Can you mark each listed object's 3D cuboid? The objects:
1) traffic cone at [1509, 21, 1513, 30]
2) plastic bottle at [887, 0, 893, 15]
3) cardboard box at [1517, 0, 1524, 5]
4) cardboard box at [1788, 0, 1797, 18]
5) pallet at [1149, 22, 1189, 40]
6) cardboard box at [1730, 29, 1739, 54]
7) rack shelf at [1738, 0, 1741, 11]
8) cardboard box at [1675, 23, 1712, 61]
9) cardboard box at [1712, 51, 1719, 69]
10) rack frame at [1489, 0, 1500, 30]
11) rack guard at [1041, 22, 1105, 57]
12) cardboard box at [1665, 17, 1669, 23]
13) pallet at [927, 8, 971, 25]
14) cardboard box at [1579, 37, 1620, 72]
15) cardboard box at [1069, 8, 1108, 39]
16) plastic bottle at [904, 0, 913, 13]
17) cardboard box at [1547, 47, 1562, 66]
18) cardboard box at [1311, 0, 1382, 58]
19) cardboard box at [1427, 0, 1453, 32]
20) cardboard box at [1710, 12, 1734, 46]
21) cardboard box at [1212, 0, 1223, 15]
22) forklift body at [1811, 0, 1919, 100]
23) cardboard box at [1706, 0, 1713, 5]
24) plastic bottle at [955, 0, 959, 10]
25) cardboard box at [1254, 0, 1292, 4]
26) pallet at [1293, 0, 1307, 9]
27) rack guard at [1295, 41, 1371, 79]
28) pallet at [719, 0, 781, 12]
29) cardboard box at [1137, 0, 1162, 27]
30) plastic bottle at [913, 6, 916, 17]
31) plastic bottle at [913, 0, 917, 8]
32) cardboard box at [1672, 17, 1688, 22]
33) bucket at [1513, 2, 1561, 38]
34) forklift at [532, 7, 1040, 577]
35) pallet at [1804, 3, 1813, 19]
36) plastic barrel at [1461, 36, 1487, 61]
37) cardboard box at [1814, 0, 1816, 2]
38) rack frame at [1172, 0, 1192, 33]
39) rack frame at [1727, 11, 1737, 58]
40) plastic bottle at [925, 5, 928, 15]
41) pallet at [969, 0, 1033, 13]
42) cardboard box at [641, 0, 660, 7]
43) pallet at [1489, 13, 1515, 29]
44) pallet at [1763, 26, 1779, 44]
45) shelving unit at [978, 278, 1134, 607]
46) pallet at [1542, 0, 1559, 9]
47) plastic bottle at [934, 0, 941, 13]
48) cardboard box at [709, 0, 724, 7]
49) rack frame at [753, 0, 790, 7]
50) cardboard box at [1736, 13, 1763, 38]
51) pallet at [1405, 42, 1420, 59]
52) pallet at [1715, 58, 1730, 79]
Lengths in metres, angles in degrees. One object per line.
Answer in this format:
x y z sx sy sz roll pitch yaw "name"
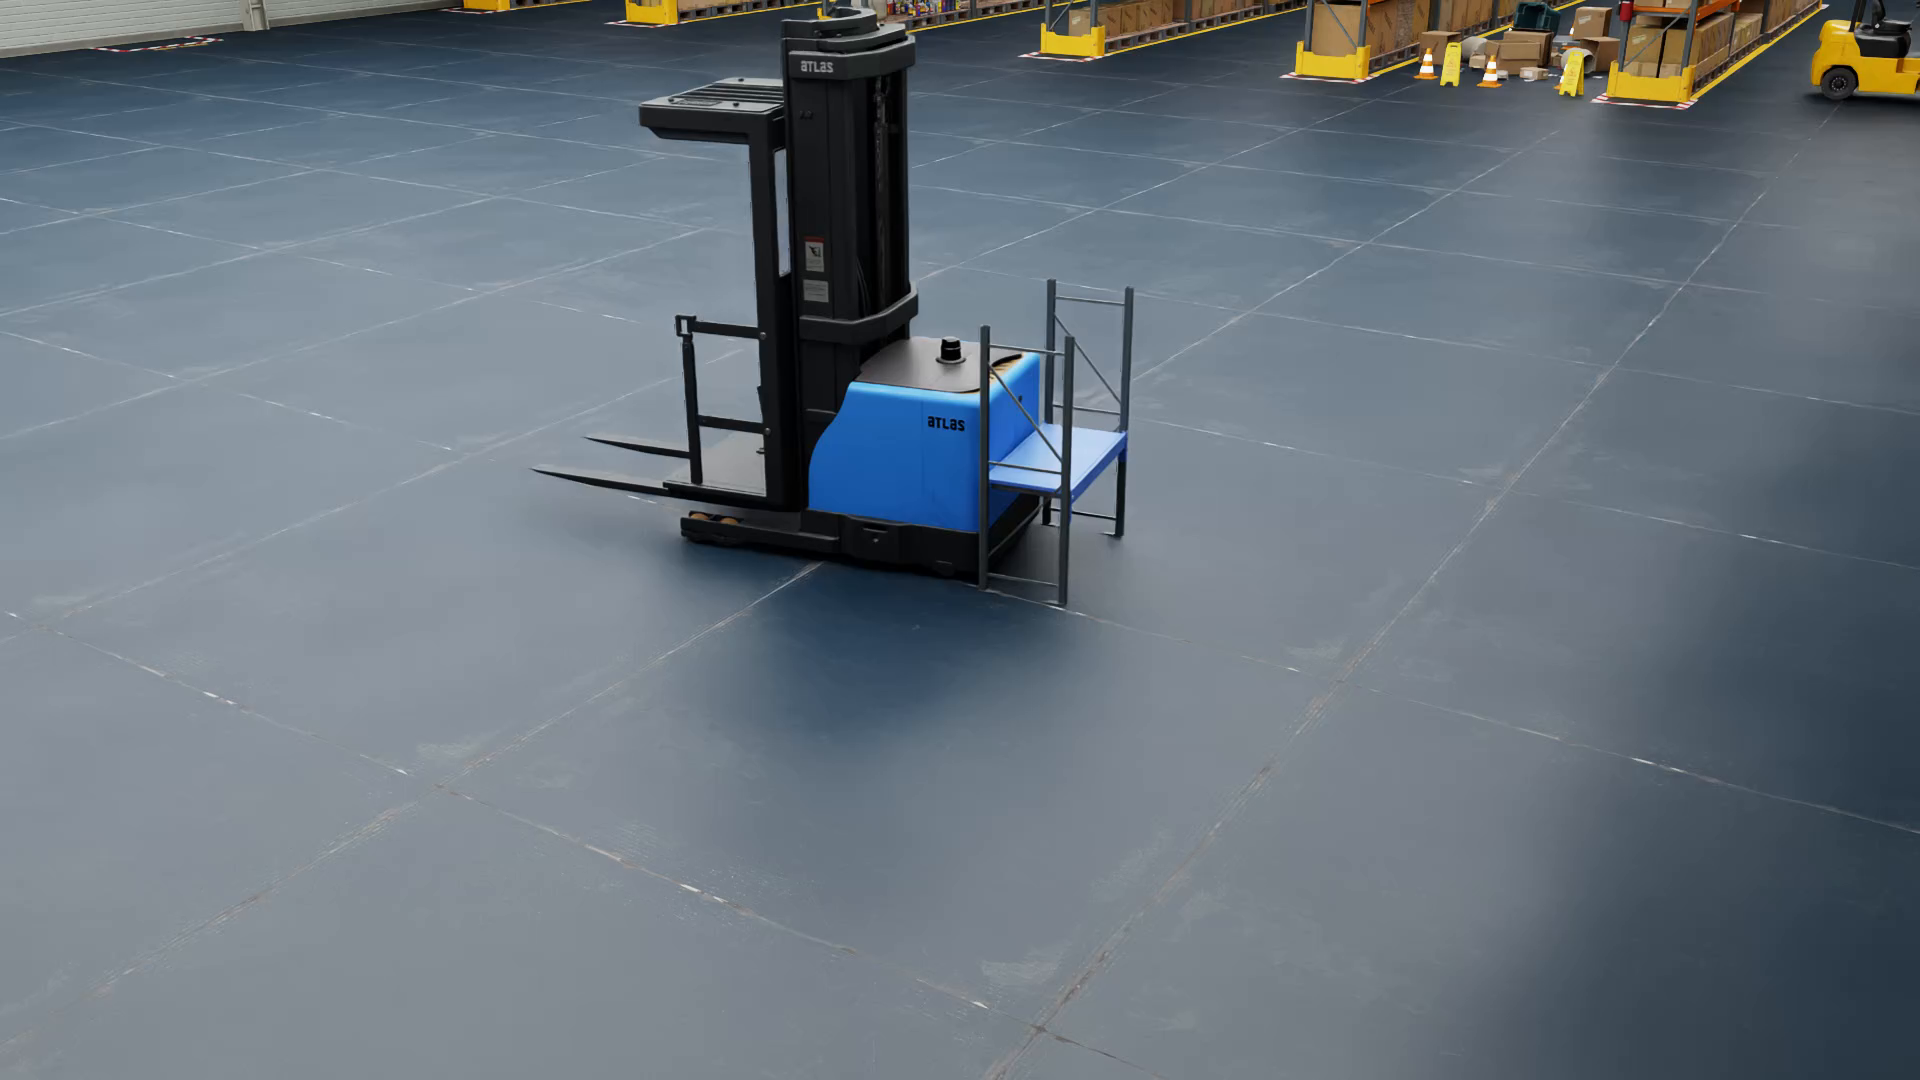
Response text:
10.251 -9.392 30.863 0.336 0.463 0.334 14 27 29 "traffic cone"
-1.465 -10.925 34.085 0.152 0.276 0.135 14 27 29 "plastic bottle"
11.489 -11.346 34.801 0.500 0.500 0.500 13 27 28 "cardboard box"
16.480 -11.109 33.781 0.875 0.875 0.875 15 27 31 "cardboard box"
3.776 -9.980 32.538 1.003 0.211 1.213 14 27 29 "pallet"
12.794 -8.581 28.576 0.950 0.372 0.625 14 27 30 "cardboard box"
13.574 -9.762 29.429 1.077 0.370 4.000 14 27 29 "rack shelf"
11.354 -7.742 25.846 0.500 0.500 0.500 13 26 27 "cardboard box"
11.891 -7.740 26.785 0.500 0.250 0.500 14 27 30 "cardboard box"
10.370 -11.770 33.163 1.000 3.000 0.127 14 27 29 "rack frame"
2.030 -9.022 29.962 1.175 0.500 0.348 14 27 29 "rack guard"
10.882 -8.187 26.058 0.380 0.149 0.250 14 27 30 "cardboard box"
-0.498 -11.034 34.973 1.003 0.211 1.213 14 27 29 "pallet"
10.798 -8.195 28.047 0.500 0.500 0.500 -7 24 -17 "cardboard box"
2.334 -9.397 30.298 0.500 0.500 0.500 20 30 38 "cardboard box"
-1.071 -11.068 34.417 0.152 0.276 0.135 14 27 29 "plastic bottle"
10.266 -8.337 28.674 0.258 0.266 0.396 -3 24 -7 "cardboard box"
6.452 -8.531 27.825 0.875 0.875 0.875 14 27 29 "cardboard box"
8.511 -9.809 30.936 1.050 0.750 0.750 14 27 29 "cardboard box"
12.435 -8.436 27.450 0.500 0.500 0.500 13 27 28 "cardboard box"
5.004 -11.097 34.201 0.700 0.500 0.500 11 26 24 "cardboard box"
14.078 -7.661 24.739 2.313 2.155 1.214 14 27 29 "forklift body"
11.267 -8.260 25.370 0.380 0.149 0.250 14 27 30 "cardboard box"
-0.081 -11.256 34.840 0.061 0.283 0.133 15 28 32 "plastic bottle"
6.592 -12.290 36.510 1.225 0.875 0.875 12 26 27 "cardboard box"
7.334 -12.225 37.723 1.003 0.211 1.213 14 27 29 "pallet"
6.138 -7.915 27.404 1.175 0.500 0.348 14 27 29 "rack guard"
-4.769 -12.032 37.277 1.003 0.211 1.213 14 27 29 "pallet"
3.559 -10.218 32.195 0.500 0.500 0.500 -18 29 -36 "cardboard box"
-0.942 -10.681 33.615 0.097 0.201 0.097 0 23 0 "plastic bottle"
-0.986 -11.269 34.785 0.144 0.351 0.185 13 26 27 "plastic bottle"
11.431 -8.192 26.885 0.500 0.500 0.500 15 28 32 "cardboard box"
10.147 -9.086 29.171 0.620 0.611 0.726 -6 22 -39 "bucket"
-1.096 -1.491 9.504 3.031 2.935 1.130 8 25 19 "forklift"
17.849 -11.491 36.028 1.003 0.211 1.213 14 27 29 "pallet"
8.965 -8.534 28.929 0.421 0.421 0.512 -7 24 -17 "plastic barrel"
18.586 -12.240 36.946 0.875 0.438 0.875 13 27 27 "cardboard box"
4.100 -11.494 32.525 1.000 3.000 0.127 14 27 29 "rack frame"
12.519 -9.417 27.727 1.000 3.000 0.127 14 27 29 "rack frame"
-0.711 -10.829 33.957 0.097 0.201 0.097 0 23 0 "plastic bottle"
0.916 -11.939 37.062 1.003 0.211 1.213 14 27 29 "pallet"
-6.392 -11.395 35.228 0.500 0.250 0.500 14 27 29 "cardboard box"
10.784 -10.754 34.326 1.003 0.211 1.213 14 27 29 "pallet"
15.109 -9.738 31.978 1.003 0.211 1.213 14 27 29 "pallet"
0.534 -0.560 9.157 0.538 1.500 1.048 9 25 21 "shelving unit"
12.805 -12.075 37.377 1.003 0.211 1.213 14 27 29 "pallet"
-0.474 -11.066 34.318 0.144 0.351 0.185 14 27 29 "plastic bottle"
-5.427 -11.624 35.759 0.500 0.250 0.500 14 27 29 "cardboard box"
-4.314 -13.571 37.323 1.000 3.000 0.127 14 27 29 "rack frame"
14.322 -9.565 30.849 0.950 0.372 0.625 12 26 25 "cardboard box"
7.793 -8.900 30.044 1.003 0.211 1.213 14 27 29 "pallet"
12.195 -7.903 27.741 1.003 0.211 1.213 14 27 29 "pallet"
